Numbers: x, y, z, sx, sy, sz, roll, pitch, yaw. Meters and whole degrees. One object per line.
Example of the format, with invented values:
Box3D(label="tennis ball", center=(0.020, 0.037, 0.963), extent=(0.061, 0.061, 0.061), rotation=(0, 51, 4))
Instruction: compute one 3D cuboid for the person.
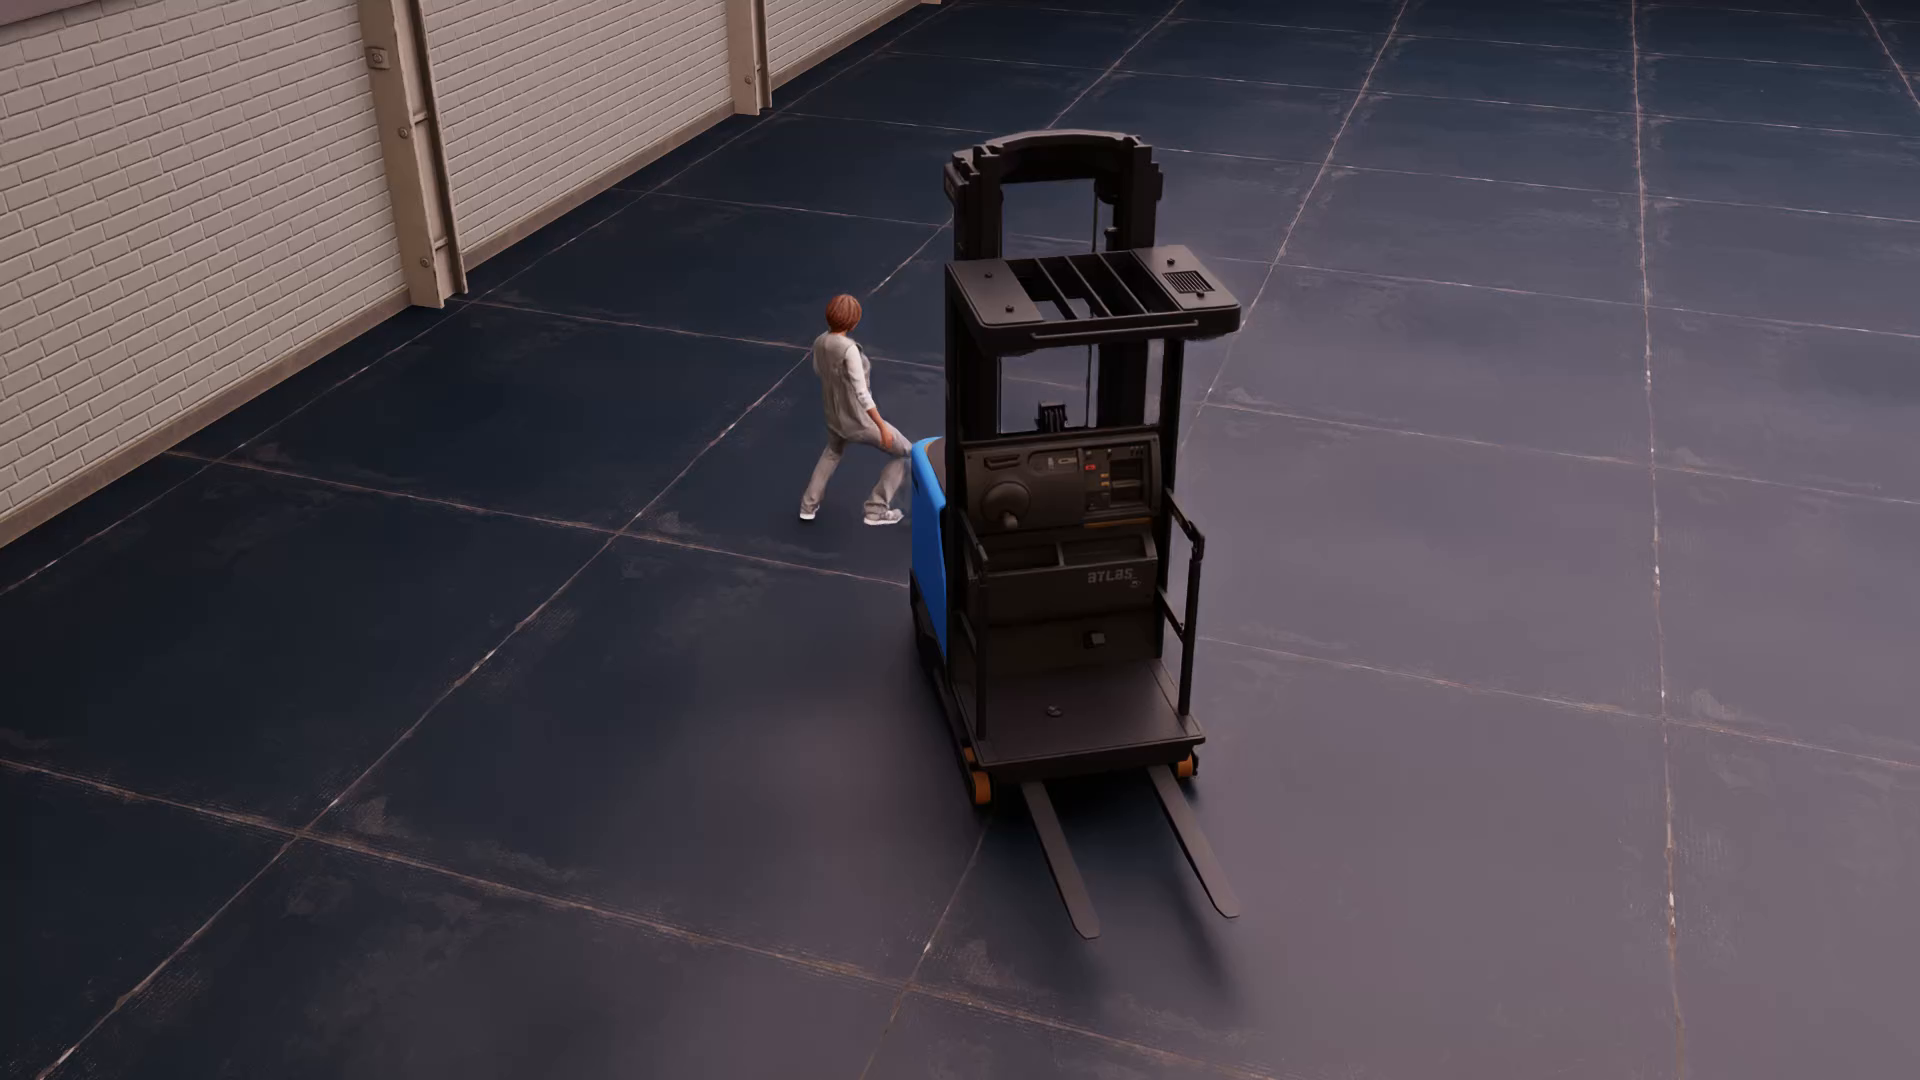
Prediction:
Box3D(label="person", center=(-0.648, -0.763, 9.965), extent=(0.580, 1.491, 0.803), rotation=(-19, 35, -30))

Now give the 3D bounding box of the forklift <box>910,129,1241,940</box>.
Box3D(label="forklift", center=(0.526, -0.218, 7.520), extent=(1.130, 2.935, 3.031), rotation=(-6, 30, -10))
